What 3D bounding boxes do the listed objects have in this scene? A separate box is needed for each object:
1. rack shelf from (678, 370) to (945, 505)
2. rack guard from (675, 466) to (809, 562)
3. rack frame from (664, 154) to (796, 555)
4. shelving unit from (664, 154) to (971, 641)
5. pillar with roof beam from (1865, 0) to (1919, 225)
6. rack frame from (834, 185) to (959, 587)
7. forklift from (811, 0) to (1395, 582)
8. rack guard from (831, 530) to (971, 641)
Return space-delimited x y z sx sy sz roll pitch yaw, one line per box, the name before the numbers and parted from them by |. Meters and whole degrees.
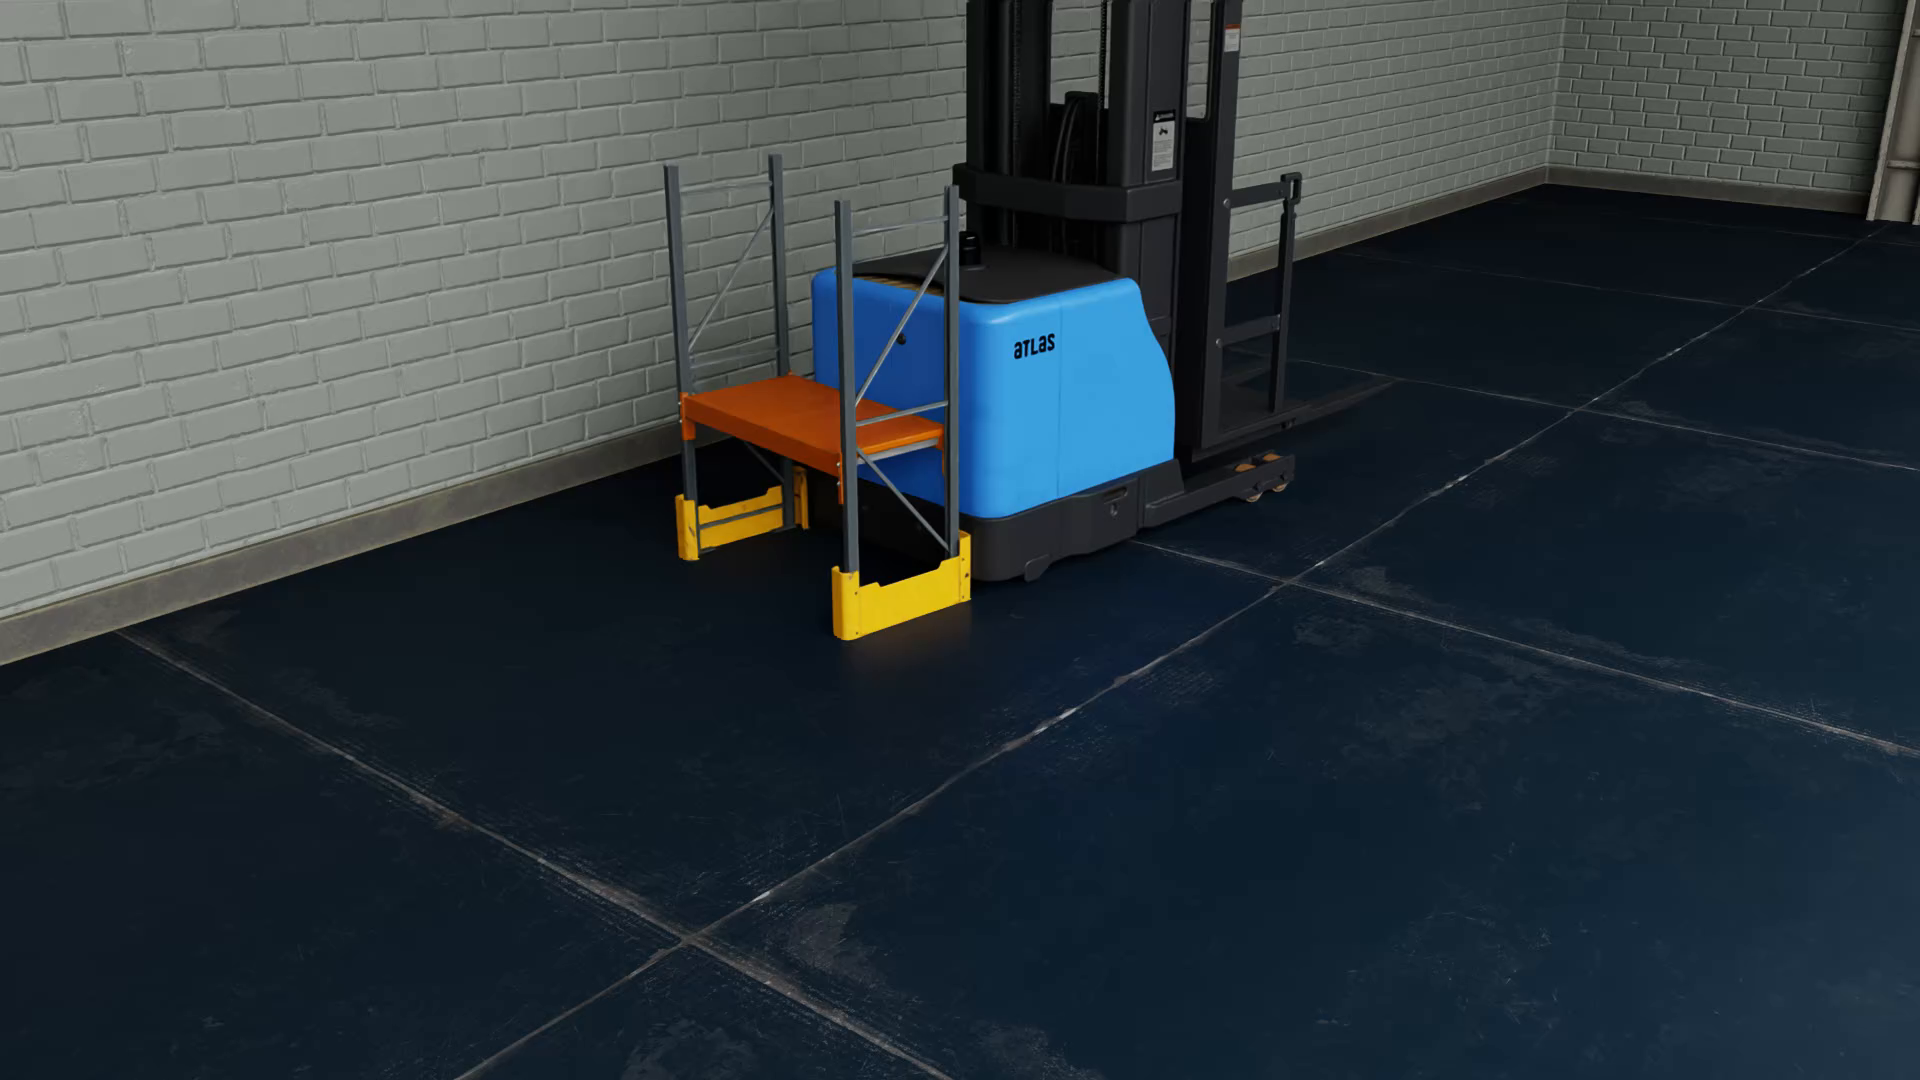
rack shelf | -0.535 -0.395 6.100 0.538 0.185 1.000 -17 27 -38
rack guard | -0.857 -0.109 6.602 0.587 0.250 0.087 -17 27 -38
rack frame | -0.870 -0.698 6.395 0.500 1.500 0.032 -17 27 -38
shelving unit | -0.529 -0.561 6.030 0.587 1.500 1.083 -17 27 -38
pillar with roof beam | 4.951 -5.658 8.918 0.400 9.000 9.100 16 26 36
rack frame | -0.200 -0.428 5.679 0.500 1.500 0.032 -17 27 -38
forklift | 0.812 -1.645 6.876 3.031 2.935 1.130 -19 28 -41
rack guard | -0.201 0.156 5.900 0.587 0.250 0.087 -17 27 -38
